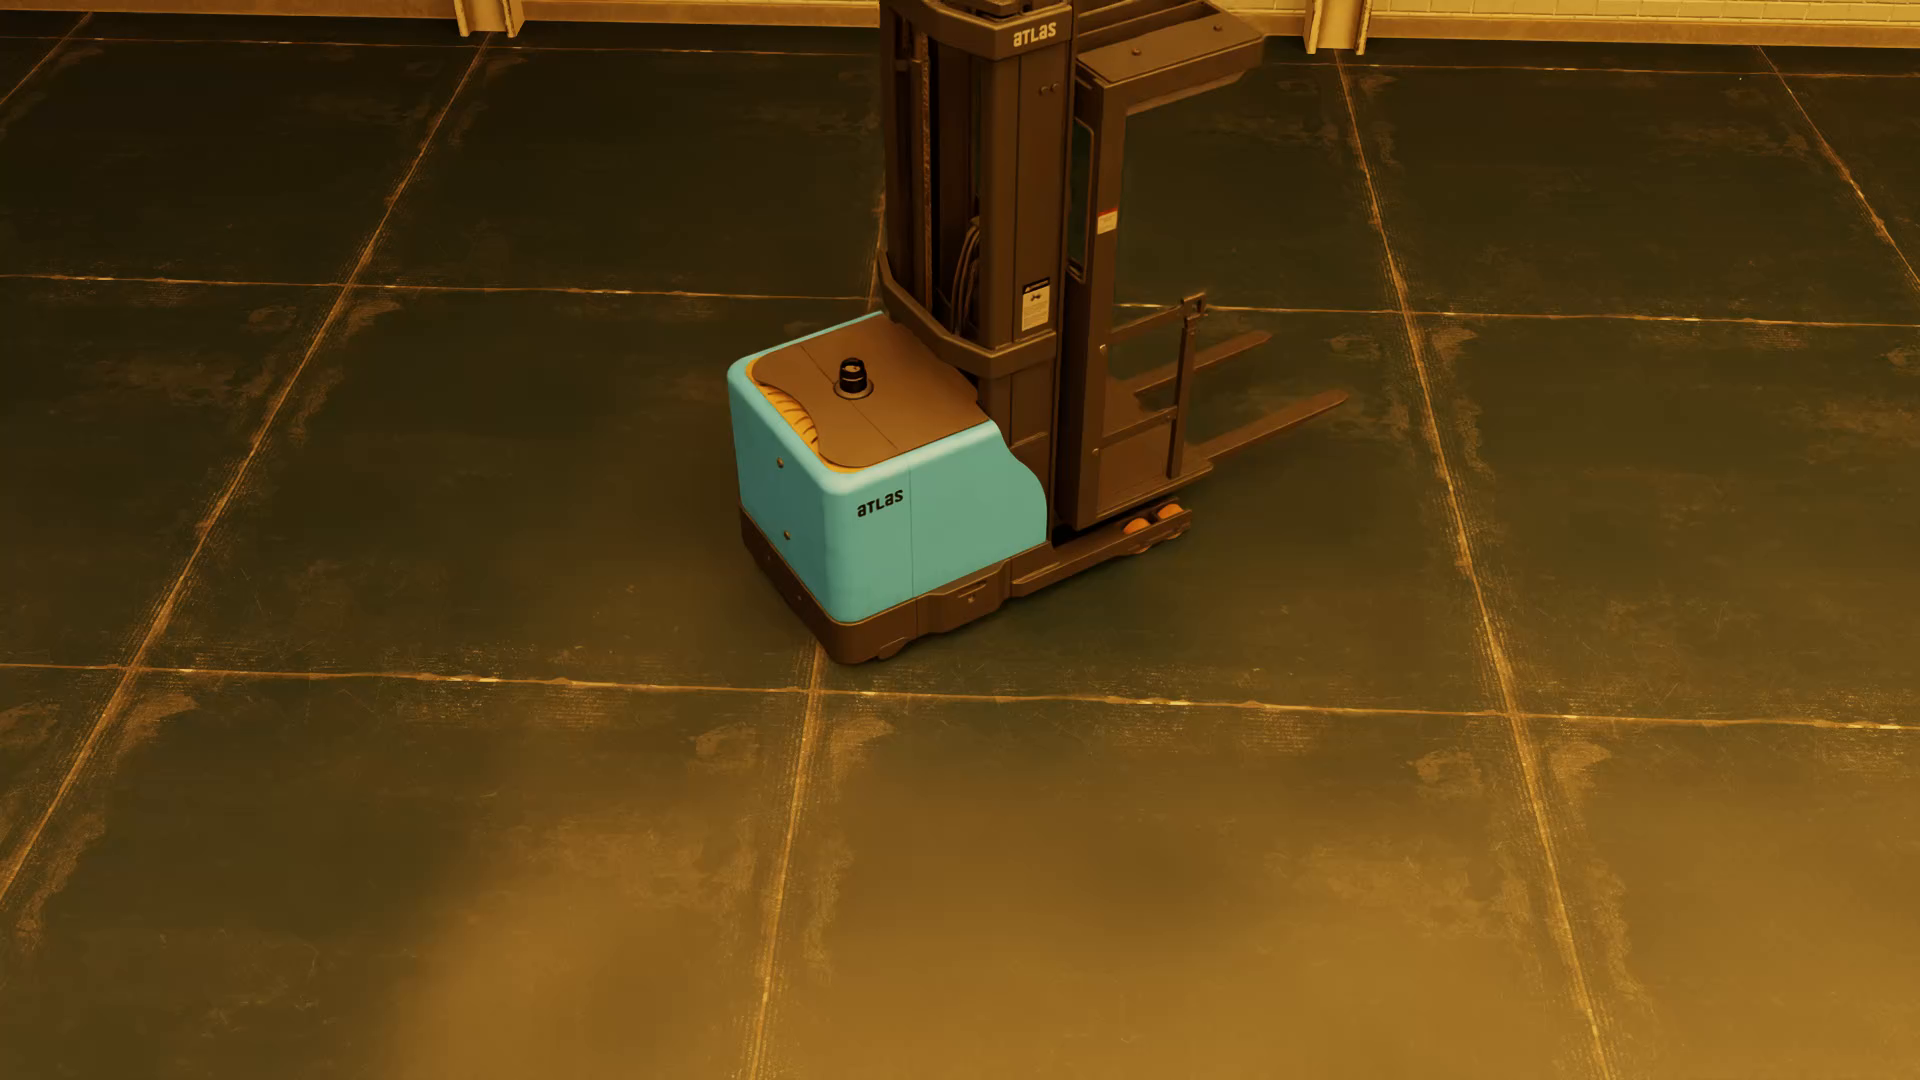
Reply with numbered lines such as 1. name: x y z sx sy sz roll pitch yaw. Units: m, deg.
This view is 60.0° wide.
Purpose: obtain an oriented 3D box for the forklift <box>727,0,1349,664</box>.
1. forklift: 0.502 -1.301 7.167 3.031 2.935 1.130 -23 47 -23
